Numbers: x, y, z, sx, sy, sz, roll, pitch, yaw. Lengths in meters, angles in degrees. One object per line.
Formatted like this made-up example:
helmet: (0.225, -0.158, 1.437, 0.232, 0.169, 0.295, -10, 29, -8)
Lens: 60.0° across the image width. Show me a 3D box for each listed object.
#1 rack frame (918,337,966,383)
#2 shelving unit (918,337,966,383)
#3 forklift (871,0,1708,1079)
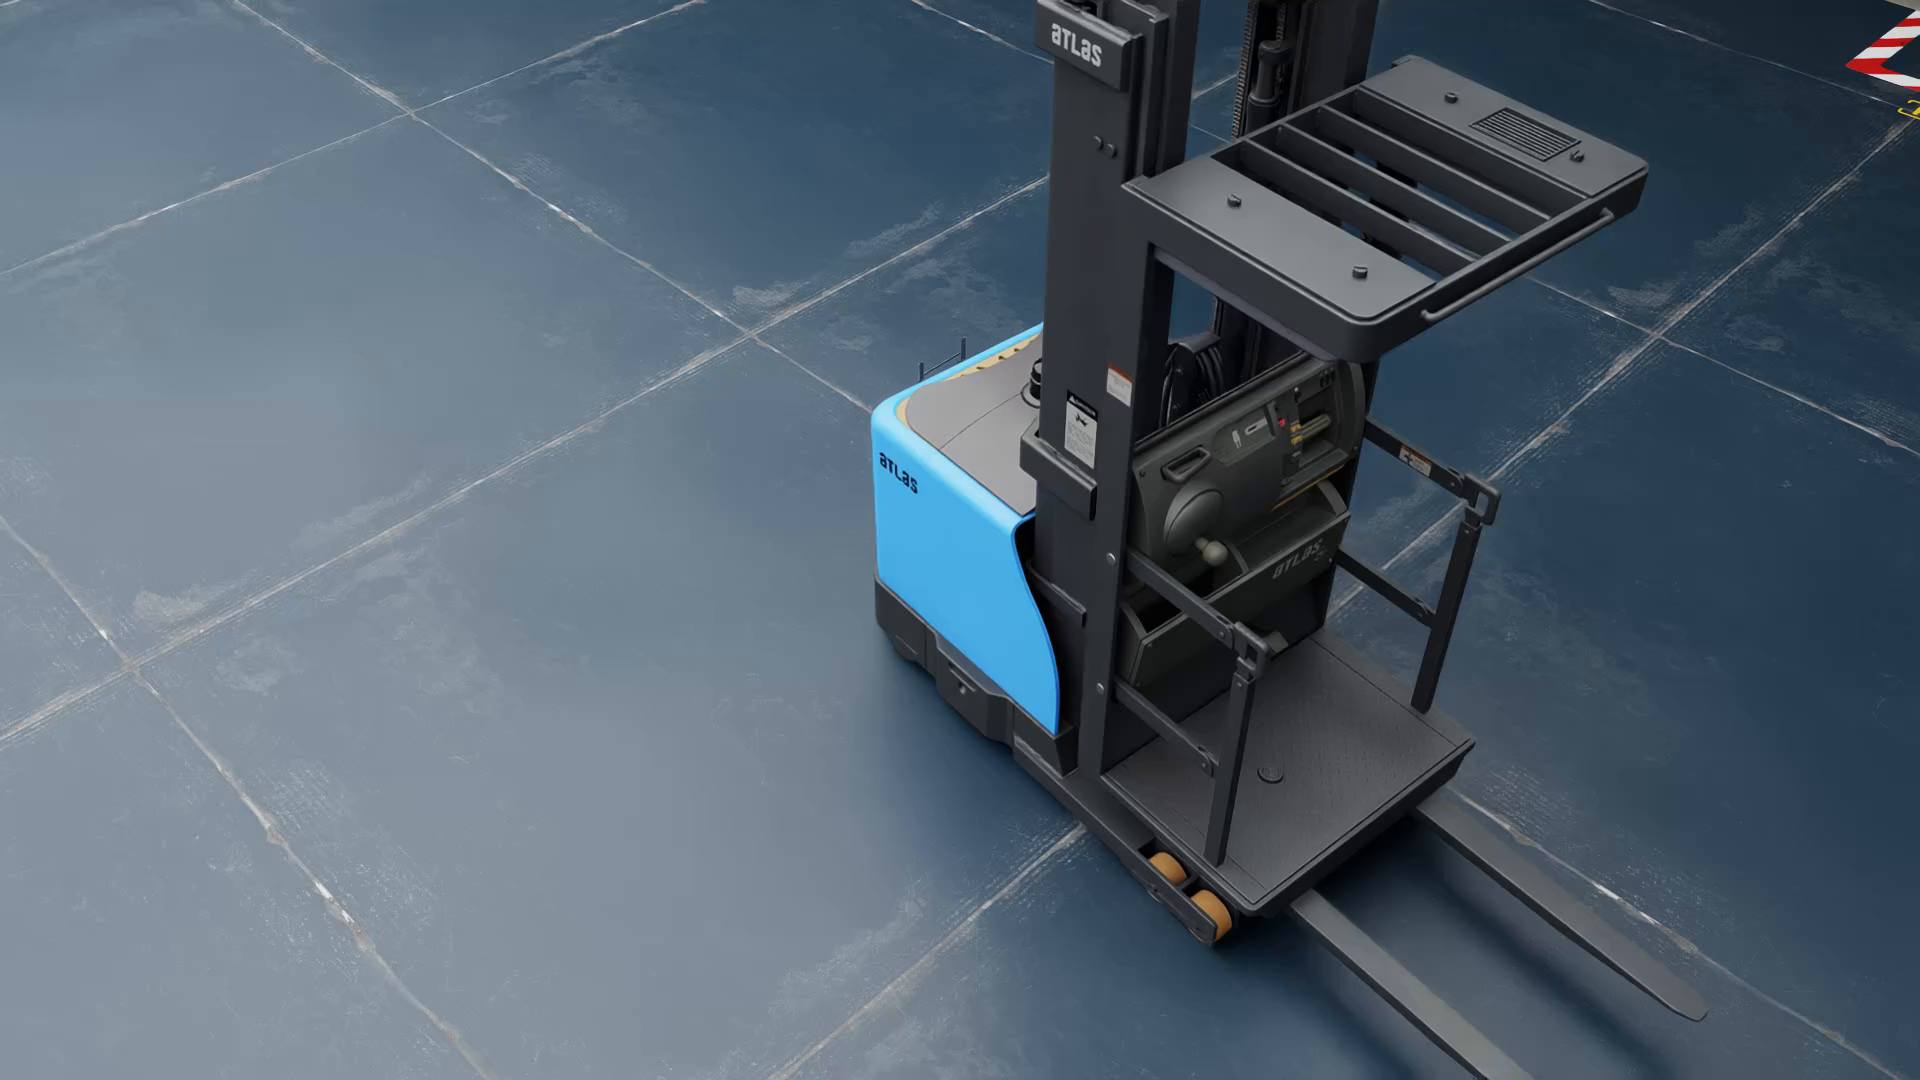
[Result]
rack frame: (-0.066, -0.375, 6.493, 0.240, 0.900, 0.006, -34, 53, -31)
shelving unit: (0.006, -0.327, 6.440, 0.258, 0.900, 0.210, -34, 53, -31)
forklift: (1.000, -0.173, 4.778, 1.130, 2.935, 3.031, -29, 50, -28)
